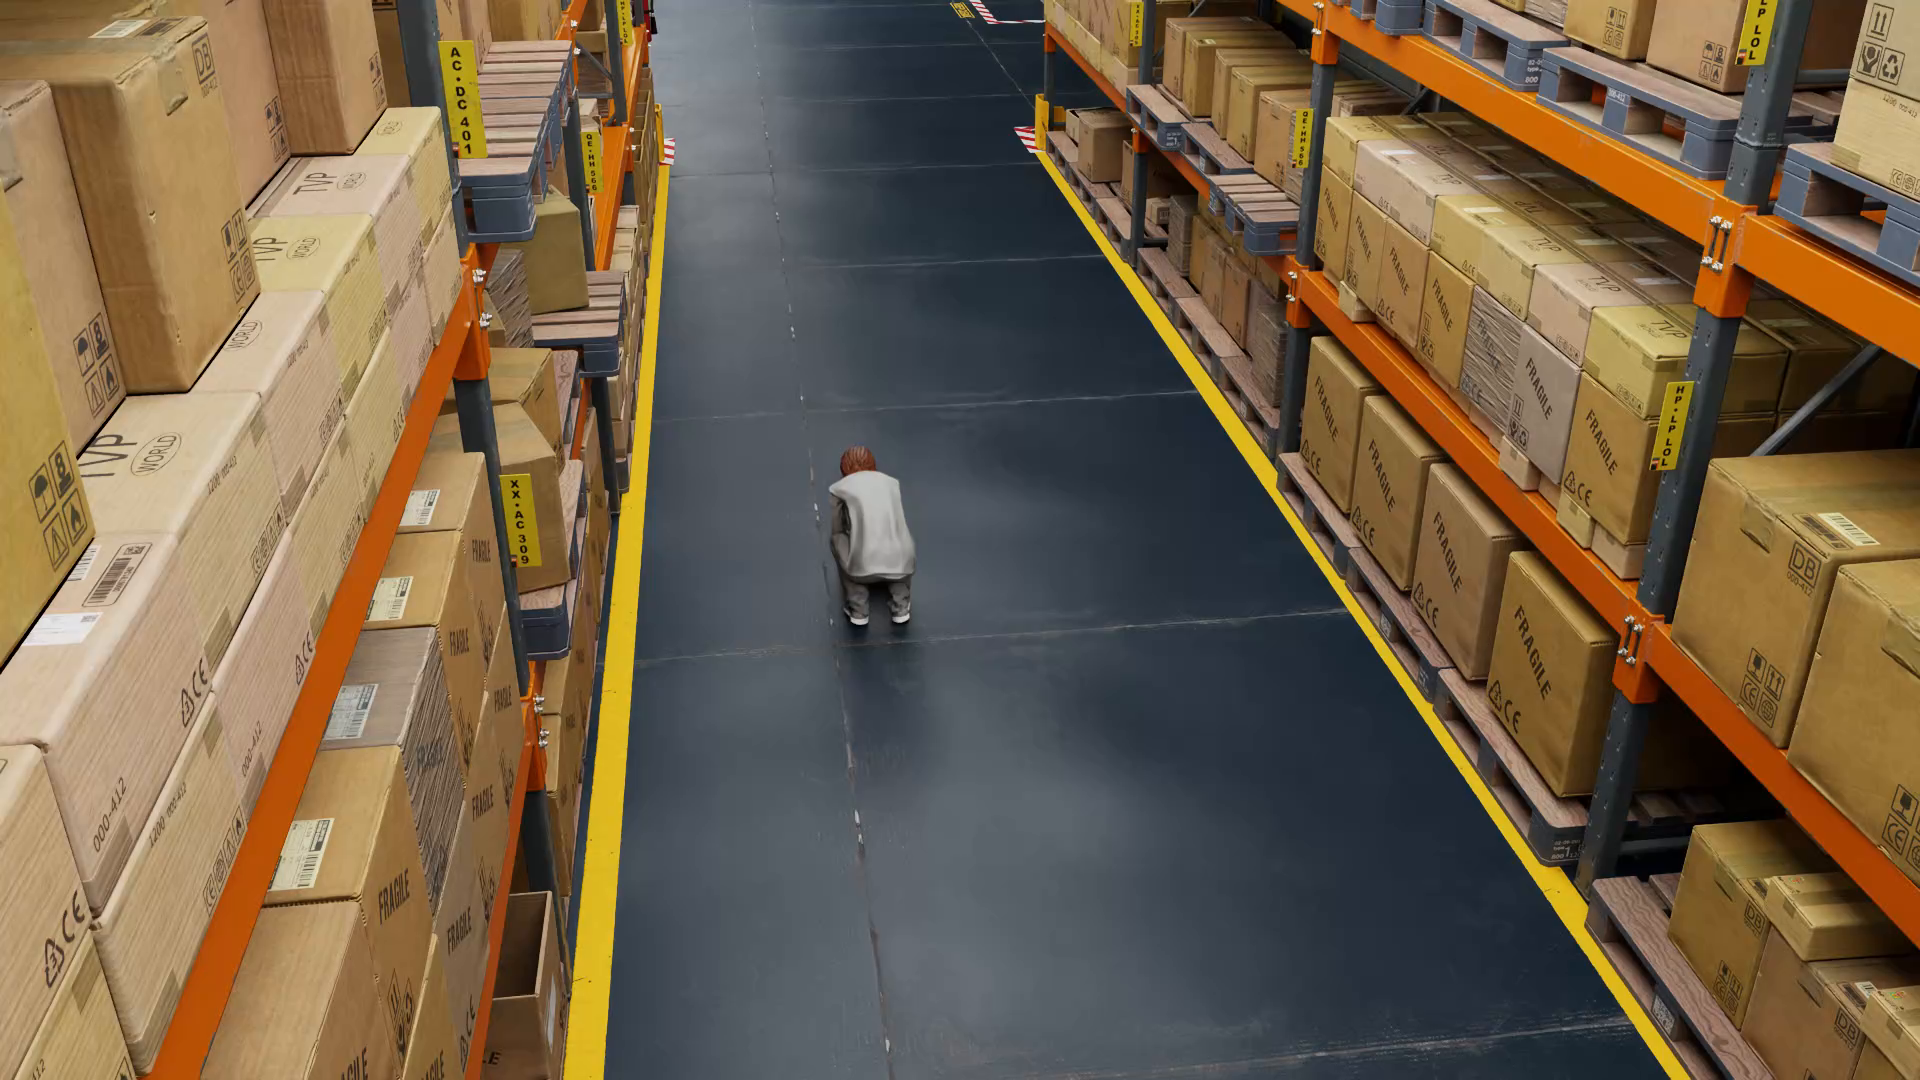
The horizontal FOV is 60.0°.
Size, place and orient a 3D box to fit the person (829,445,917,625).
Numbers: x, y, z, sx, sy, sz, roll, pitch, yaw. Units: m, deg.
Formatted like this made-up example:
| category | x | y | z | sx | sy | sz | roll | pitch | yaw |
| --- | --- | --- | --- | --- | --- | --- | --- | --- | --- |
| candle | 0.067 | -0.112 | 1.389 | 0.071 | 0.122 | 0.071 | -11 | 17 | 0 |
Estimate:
| category | x | y | z | sx | sy | sz | roll | pitch | yaw |
| --- | --- | --- | --- | --- | --- | --- | --- | --- | --- |
| person | -0.448 | -0.007 | 8.552 | 0.437 | 0.767 | 0.806 | -4 | 28 | -7 |
